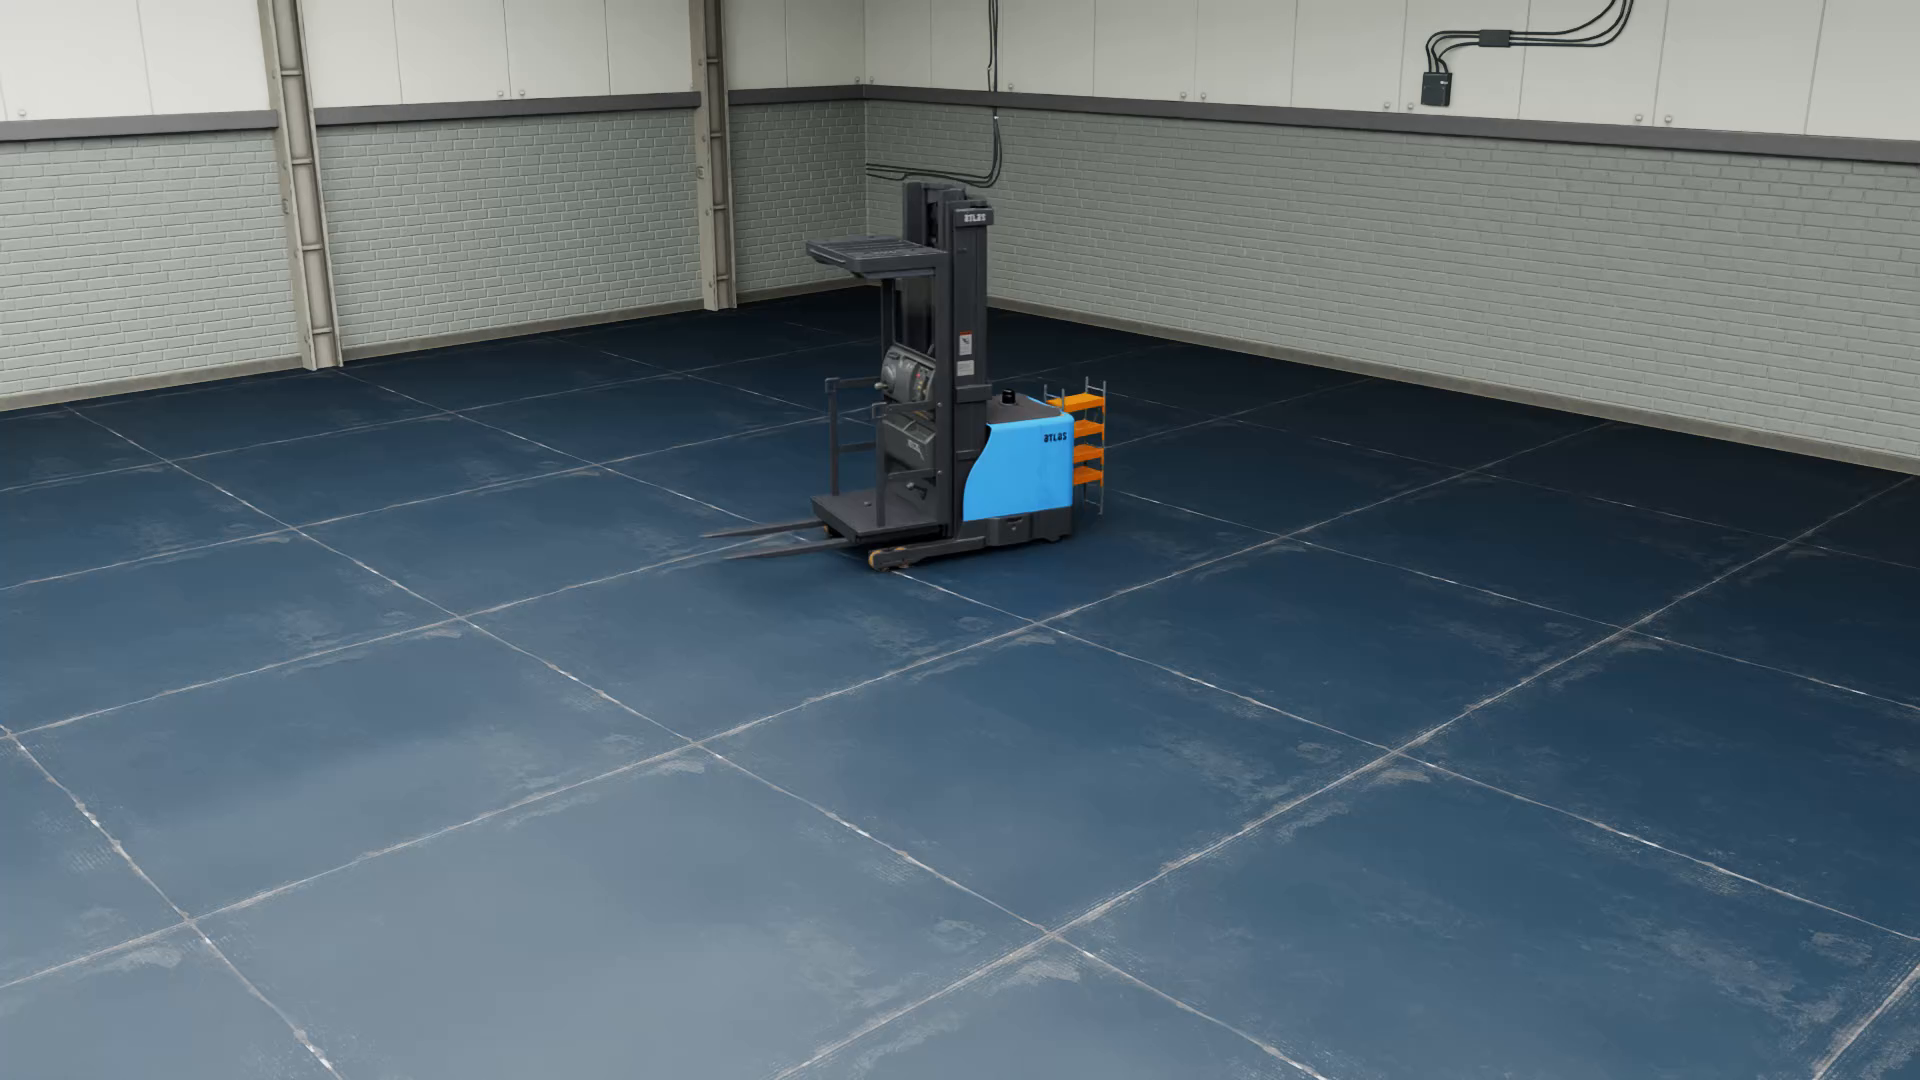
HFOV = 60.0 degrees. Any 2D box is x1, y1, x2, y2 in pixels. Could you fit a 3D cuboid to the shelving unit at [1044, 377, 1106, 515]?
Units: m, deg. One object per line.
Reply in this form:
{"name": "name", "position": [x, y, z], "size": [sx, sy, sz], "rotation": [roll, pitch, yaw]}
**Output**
{"name": "shelving unit", "position": [0.989, -0.774, 14.426], "size": [0.503, 1.200, 0.258], "rotation": [-14, 23, -37]}

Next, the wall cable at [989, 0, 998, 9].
{"name": "wall cable", "position": [1.365, -8.353, 22.002], "size": [0.112, 2.526, 3.097], "rotation": [-16, 24, -41]}

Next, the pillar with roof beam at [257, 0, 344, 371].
{"name": "pillar with roof beam", "position": [-4.944, -5.469, 16.263], "size": [0.400, 9.000, 9.100], "rotation": [-16, 24, -41]}

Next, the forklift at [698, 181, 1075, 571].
{"name": "forklift", "position": [-0.598, -1.331, 13.336], "size": [3.031, 2.935, 1.130], "rotation": [-8, 20, -24]}

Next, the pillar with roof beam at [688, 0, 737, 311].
{"name": "pillar with roof beam", "position": [-0.585, -6.741, 20.185], "size": [0.400, 9.000, 9.100], "rotation": [-16, 24, -41]}

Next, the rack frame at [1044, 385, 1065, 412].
{"name": "rack frame", "position": [0.801, -0.726, 14.278], "size": [0.015, 1.200, 0.240], "rotation": [-14, 23, -37]}

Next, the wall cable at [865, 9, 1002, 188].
{"name": "wall cable", "position": [-0.493, -6.556, 24.651], "size": [0.112, 2.526, 3.097], "rotation": [-16, 24, -41]}

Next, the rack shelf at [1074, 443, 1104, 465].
{"name": "rack shelf", "position": [0.989, -0.710, 14.447], "size": [0.480, 0.148, 0.258], "rotation": [-14, 23, -37]}

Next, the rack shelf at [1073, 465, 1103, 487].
{"name": "rack shelf", "position": [0.989, -0.521, 14.508], "size": [0.480, 0.148, 0.258], "rotation": [-14, 23, -37]}

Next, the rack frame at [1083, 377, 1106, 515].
{"name": "rack frame", "position": [1.177, -0.822, 14.574], "size": [0.015, 1.200, 0.240], "rotation": [-14, 23, -37]}

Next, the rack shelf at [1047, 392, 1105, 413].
{"name": "rack shelf", "position": [0.989, -1.148, 14.305], "size": [0.480, 0.148, 0.258], "rotation": [-14, 23, -37]}

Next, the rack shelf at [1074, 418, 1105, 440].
{"name": "rack shelf", "position": [0.989, -0.923, 14.378], "size": [0.480, 0.148, 0.258], "rotation": [-14, 23, -37]}

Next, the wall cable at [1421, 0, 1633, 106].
{"name": "wall cable", "position": [6.018, -7.520, 17.075], "size": [0.169, 6.003, 2.305], "rotation": [-16, 24, -41]}
